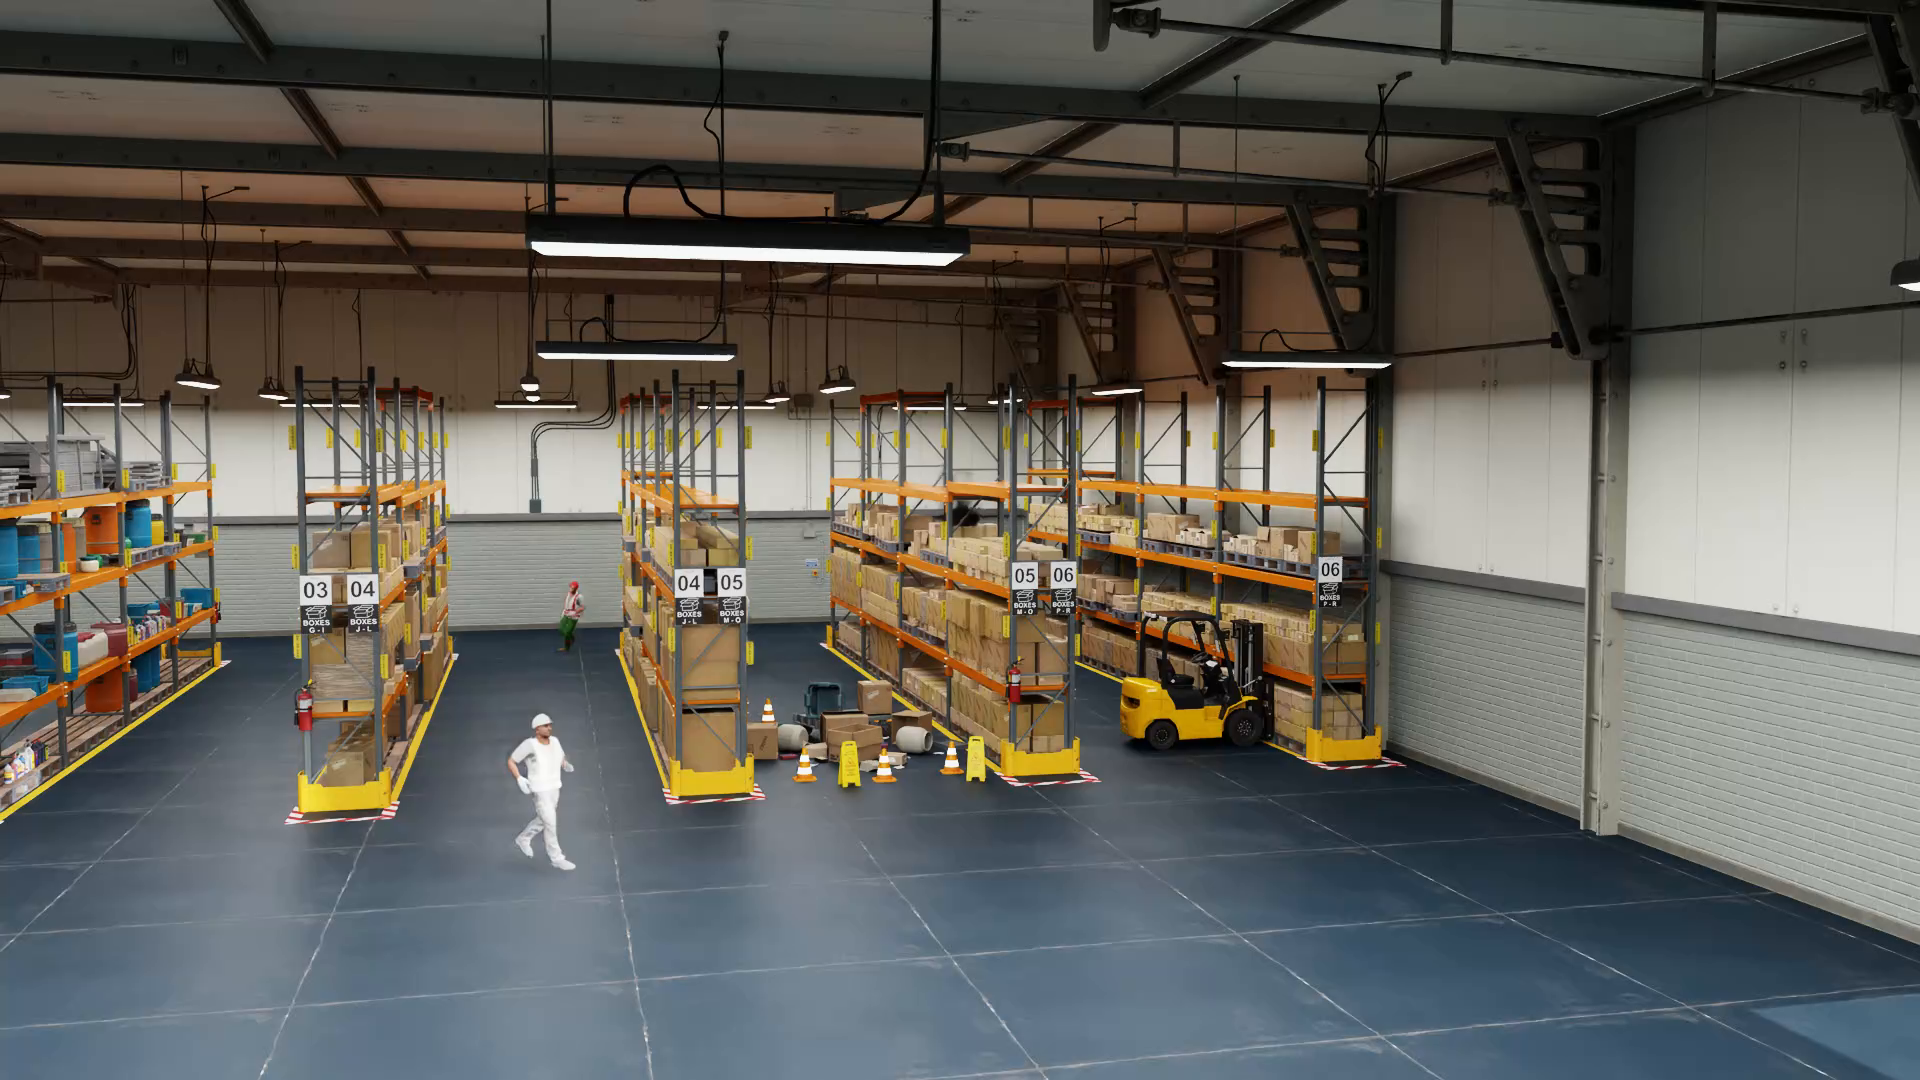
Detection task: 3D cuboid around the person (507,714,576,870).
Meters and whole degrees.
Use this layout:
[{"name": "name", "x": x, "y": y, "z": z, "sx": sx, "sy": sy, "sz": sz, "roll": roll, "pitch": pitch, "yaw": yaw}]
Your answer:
[{"name": "person", "x": -4.872, "y": 2.920, "z": 19.468, "sx": 0.990, "sy": 1.769, "sz": 0.700, "roll": 2, "pitch": 4, "yaw": 28}]

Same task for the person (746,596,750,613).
[{"name": "person", "x": -5.276, "y": 1.823, "z": 38.501, "sx": 0.765, "sy": 1.749, "sz": 0.609, "roll": -1, "pitch": 4, "yaw": -23}]

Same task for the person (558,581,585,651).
[{"name": "person", "x": -9.166, "y": 1.810, "z": 39.358, "sx": 0.736, "sy": 1.687, "sz": 0.608, "roll": 2, "pitch": 4, "yaw": 32}]
